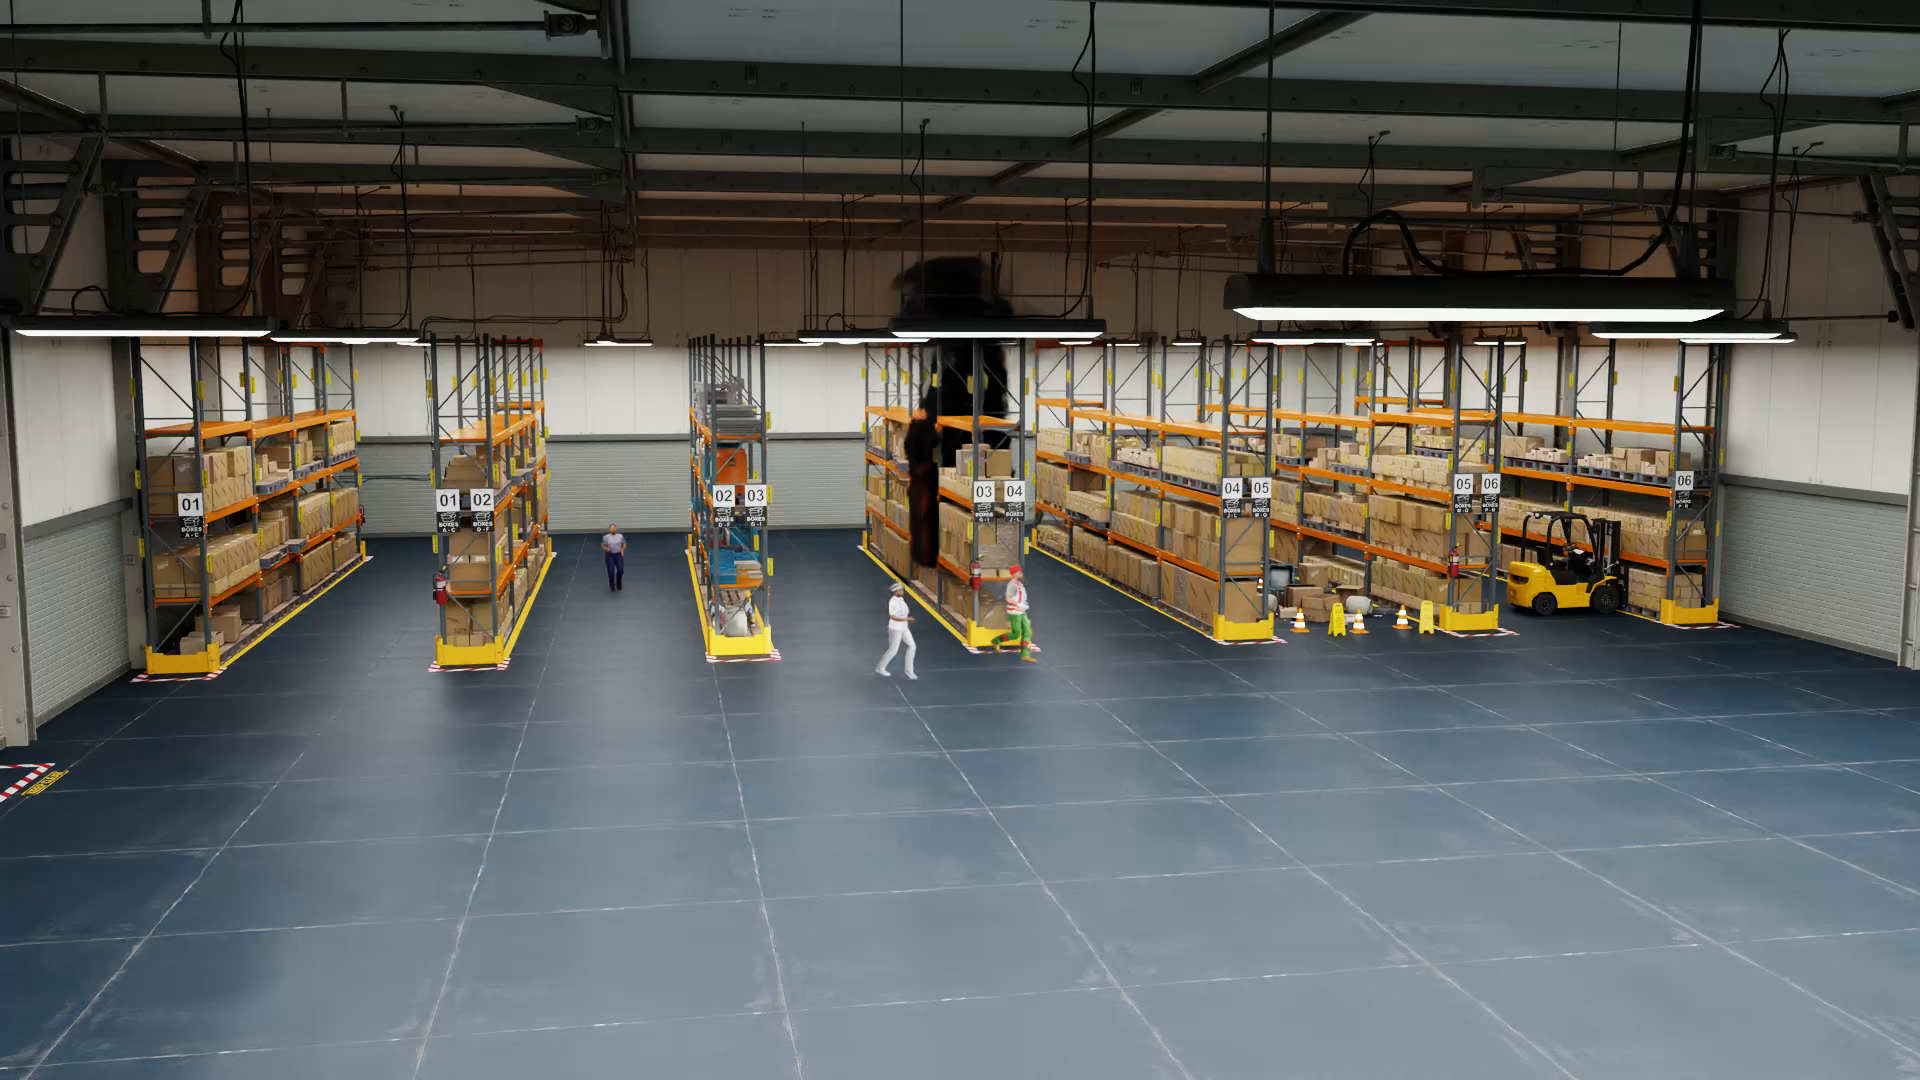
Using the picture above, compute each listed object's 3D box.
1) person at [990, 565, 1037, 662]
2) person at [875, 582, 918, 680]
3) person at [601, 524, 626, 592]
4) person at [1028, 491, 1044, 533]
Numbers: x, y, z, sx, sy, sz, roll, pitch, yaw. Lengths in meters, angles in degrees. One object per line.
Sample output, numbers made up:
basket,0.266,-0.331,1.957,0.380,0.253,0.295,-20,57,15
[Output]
person,1.008,1.348,30.627,0.880,1.775,0.661,2,7,21
person,-1.108,1.585,28.953,0.759,1.750,0.581,3,7,22
person,-8.146,0.427,39.230,0.591,1.618,0.576,-2,7,-18
person,2.321,-0.766,49.617,0.535,1.606,0.659,-2,7,-19
